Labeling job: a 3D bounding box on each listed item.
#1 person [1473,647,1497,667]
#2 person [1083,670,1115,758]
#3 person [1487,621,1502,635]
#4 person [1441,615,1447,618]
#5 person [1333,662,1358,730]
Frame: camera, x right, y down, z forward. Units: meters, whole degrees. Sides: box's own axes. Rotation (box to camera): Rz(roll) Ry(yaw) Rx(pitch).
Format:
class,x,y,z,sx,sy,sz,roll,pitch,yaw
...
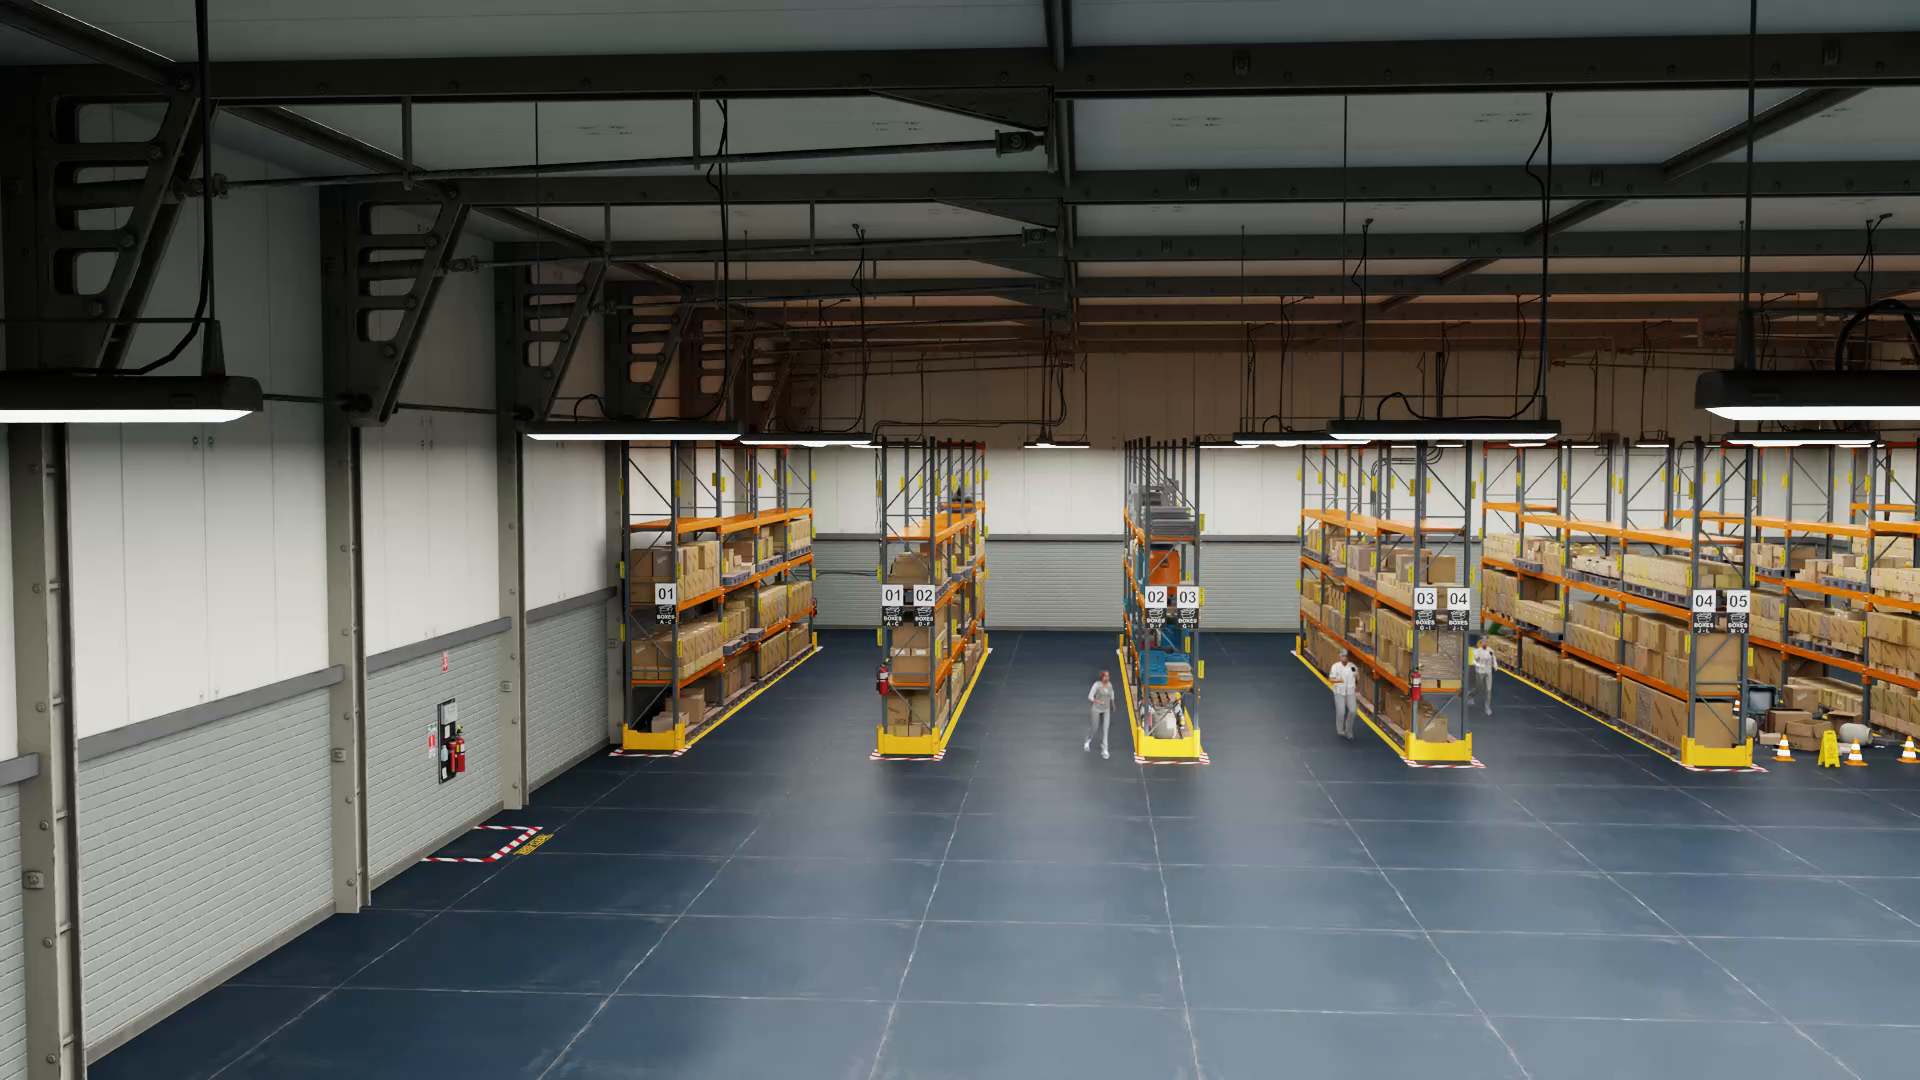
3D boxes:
class,x,y,z,sx,sy,sz,roll,pitch,yaw
person,11.482,2.581,36.412,0.624,0.510,0.401,0,3,-2
person,2.680,3.240,31.289,0.555,1.608,0.803,-1,3,-19
person,15.321,2.301,47.390,0.678,1.676,0.672,0,3,6
person,13.182,2.475,46.162,0.691,1.597,0.495,2,3,27
person,7.694,3.135,33.227,0.459,1.384,0.571,0,3,1
